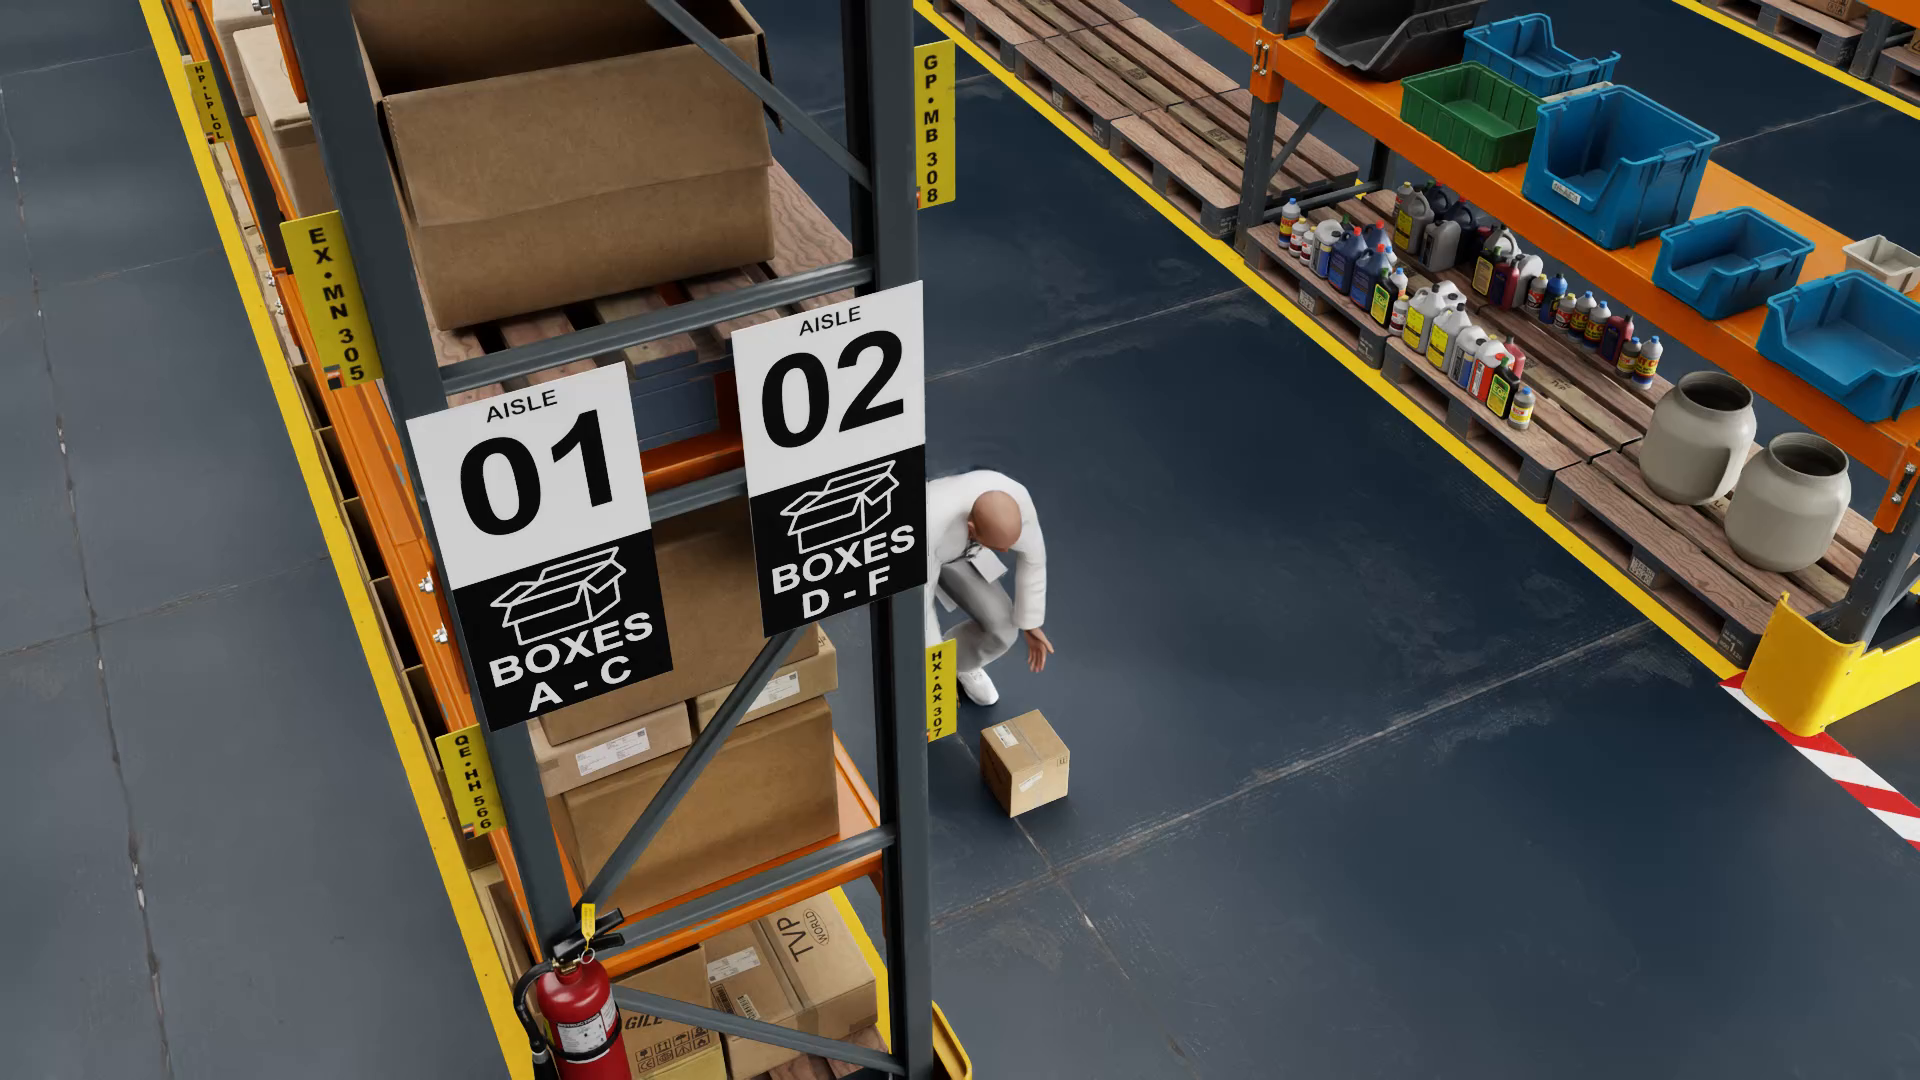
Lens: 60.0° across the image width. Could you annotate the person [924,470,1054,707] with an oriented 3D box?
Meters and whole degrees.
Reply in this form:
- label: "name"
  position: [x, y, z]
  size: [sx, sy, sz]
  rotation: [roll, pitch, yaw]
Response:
- label: "person"
  position: [-0.024, 0.164, 6.369]
  size: [0.634, 1.271, 0.793]
  rotation: [-19, 44, -20]
